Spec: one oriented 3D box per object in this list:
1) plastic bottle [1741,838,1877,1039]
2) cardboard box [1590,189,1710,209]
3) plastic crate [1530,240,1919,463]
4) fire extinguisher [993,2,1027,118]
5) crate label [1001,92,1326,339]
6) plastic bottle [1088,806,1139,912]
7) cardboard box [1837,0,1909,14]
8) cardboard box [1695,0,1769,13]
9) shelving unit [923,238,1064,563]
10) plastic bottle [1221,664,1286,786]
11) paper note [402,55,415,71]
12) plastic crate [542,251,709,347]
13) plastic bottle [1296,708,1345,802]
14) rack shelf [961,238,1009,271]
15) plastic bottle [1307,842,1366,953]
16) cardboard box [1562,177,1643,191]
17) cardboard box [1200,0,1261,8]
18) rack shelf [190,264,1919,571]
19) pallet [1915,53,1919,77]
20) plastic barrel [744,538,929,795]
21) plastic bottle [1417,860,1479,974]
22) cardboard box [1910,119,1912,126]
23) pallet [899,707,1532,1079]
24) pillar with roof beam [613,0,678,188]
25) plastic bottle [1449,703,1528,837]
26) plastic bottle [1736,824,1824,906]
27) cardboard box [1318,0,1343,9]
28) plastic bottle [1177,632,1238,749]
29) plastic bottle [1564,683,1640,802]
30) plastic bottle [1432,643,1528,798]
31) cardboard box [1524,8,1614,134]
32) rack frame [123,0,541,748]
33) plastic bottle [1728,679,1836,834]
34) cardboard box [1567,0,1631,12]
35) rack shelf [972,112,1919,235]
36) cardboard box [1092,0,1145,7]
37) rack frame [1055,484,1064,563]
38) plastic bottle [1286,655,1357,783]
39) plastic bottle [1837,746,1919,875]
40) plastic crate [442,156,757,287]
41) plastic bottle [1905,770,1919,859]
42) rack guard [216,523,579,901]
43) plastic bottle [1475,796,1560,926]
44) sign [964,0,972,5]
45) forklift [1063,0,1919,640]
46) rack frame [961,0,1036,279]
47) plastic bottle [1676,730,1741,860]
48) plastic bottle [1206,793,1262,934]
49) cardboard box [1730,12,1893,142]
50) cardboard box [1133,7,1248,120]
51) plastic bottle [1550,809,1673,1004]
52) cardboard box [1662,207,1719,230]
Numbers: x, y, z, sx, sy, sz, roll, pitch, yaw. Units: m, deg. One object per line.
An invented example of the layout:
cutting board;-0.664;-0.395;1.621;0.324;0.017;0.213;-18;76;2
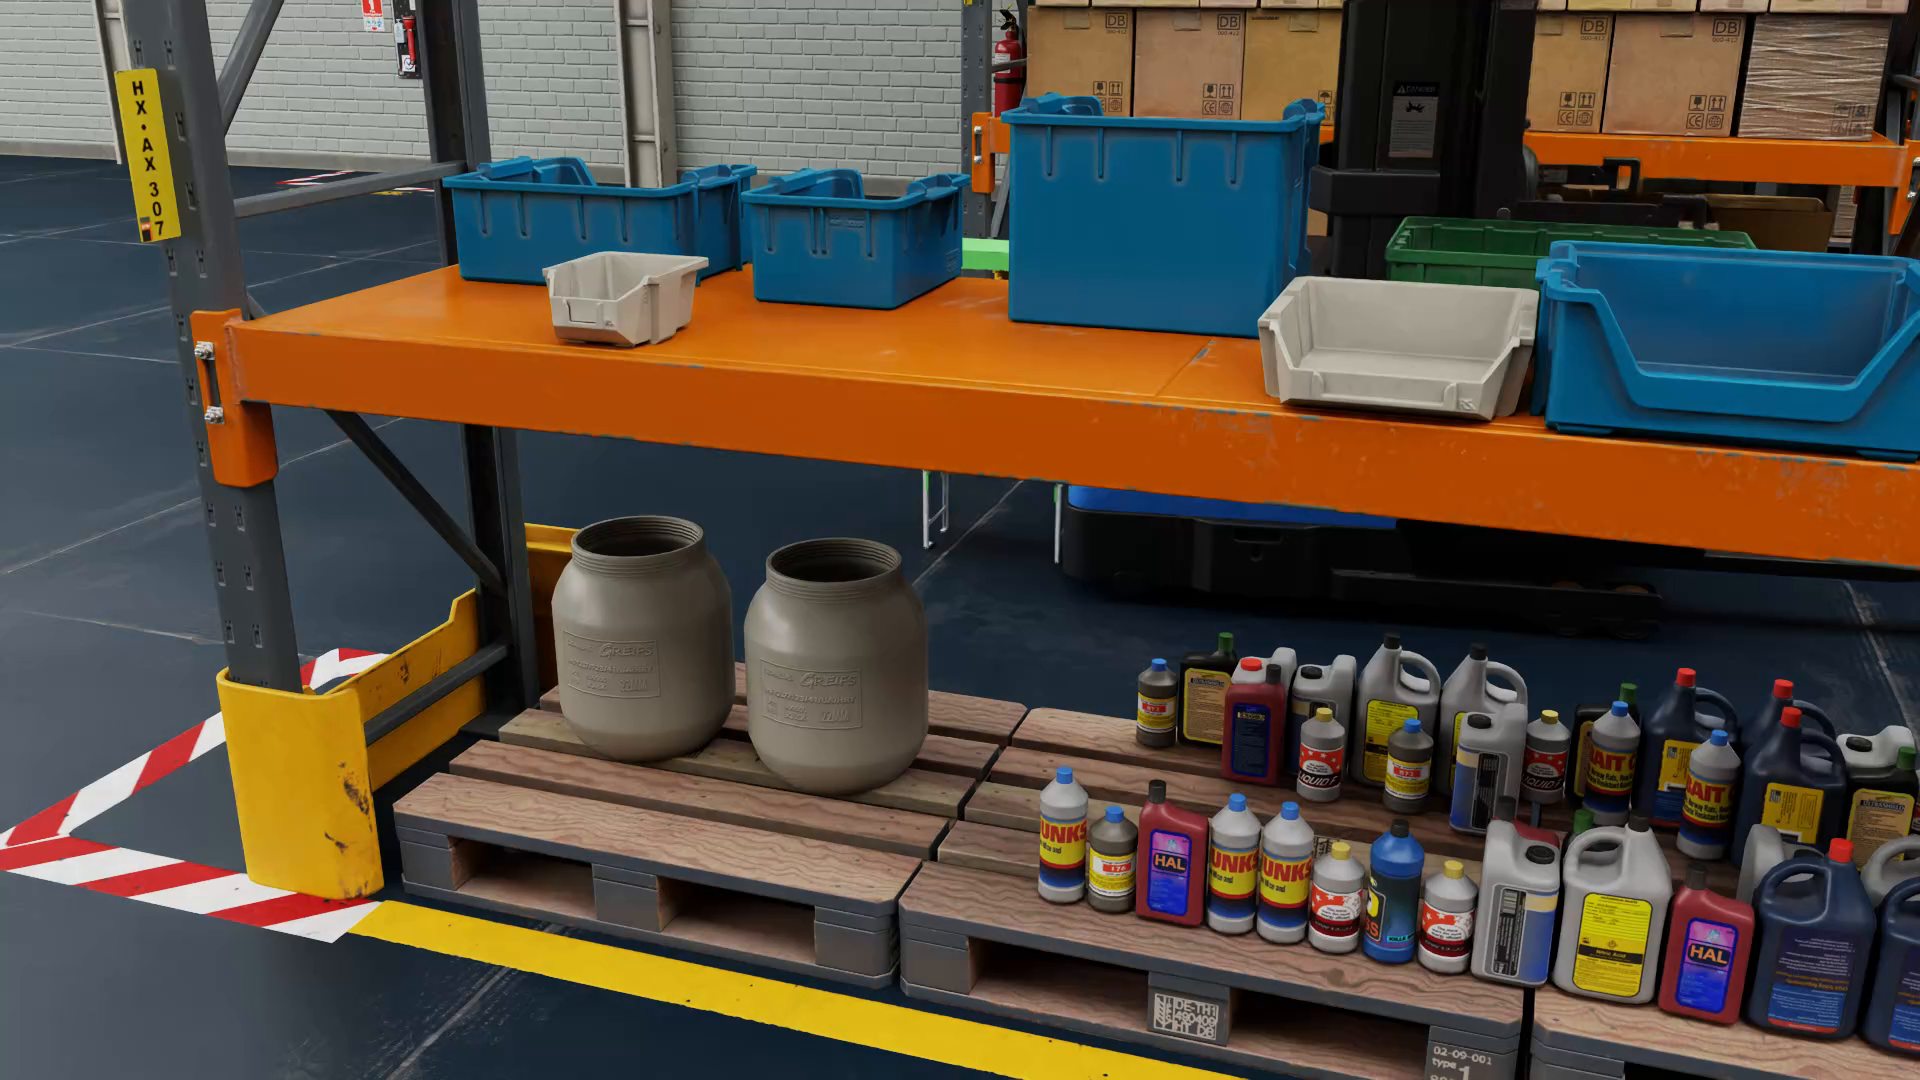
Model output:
plastic bottle;1.491;0.683;2.915;0.185;0.351;0.144;5;20;15
cardboard box;3.194;-1.352;7.798;0.500;0.500;0.500;7;20;18
plastic crate;1.240;-0.324;2.675;0.616;0.251;0.499;7;20;18
fire extinguisher;0.266;-2.452;8.670;0.183;0.674;0.296;7;20;18
crate label;0.424;-0.693;3.455;0.616;0.435;0.502;7;20;18
plastic bottle;0.305;0.626;3.306;0.097;0.201;0.097;0;19;0
cardboard box;3.677;-2.215;6.737;0.250;0.149;0.380;7;20;18
cardboard box;3.196;-2.270;6.894;0.250;0.149;0.380;6;20;16
shelving unit;0.146;-0.549;5.827;0.503;1.200;0.258;6;20;17
plastic bottle;0.670;0.414;3.788;0.133;0.283;0.061;7;20;18
paper note;-5.341;-4.617;16.102;0.142;0.148;0.016;7;20;18
plastic crate;-0.664;-0.470;3.269;0.250;0.136;0.298;7;20;18
plastic bottle;0.812;0.476;3.737;0.097;0.201;0.097;0;19;0
rack shelf;0.147;-0.943;5.692;0.480;0.148;0.258;6;20;17
plastic bottle;0.719;0.673;3.170;0.097;0.201;0.097;0;19;0
cardboard box;4.633;-2.567;12.012;0.500;0.500;0.500;5;20;14
cardboard box;1.249;-2.492;7.532;0.250;0.149;0.380;6;20;17
rack shelf;0.486;-0.236;3.288;4.000;0.370;1.077;7;20;18
pallet;6.300;-3.221;11.052;1.213;0.211;1.003;7;20;18
plastic barrel;-0.283;0.287;3.839;0.421;0.512;0.421;0;19;0
plastic bottle;0.913;0.696;3.106;0.097;0.201;0.097;0;19;0
cardboard box;6.744;-2.700;11.256;0.500;0.250;0.500;6;20;17
pallet;0.598;0.741;3.631;1.213;0.211;1.003;7;20;18
pillar with roof beam;-4.288;-6.207;10.213;0.400;9.000;9.100;7;20;18
plastic bottle;1.144;0.485;3.596;0.135;0.276;0.152;7;20;18
plastic bottle;1.516;0.670;3.068;0.135;0.276;0.152;7;20;18
cardboard box;1.743;-2.437;7.372;0.250;0.149;0.380;6;20;17
plastic bottle;0.592;0.353;3.966;0.133;0.283;0.061;7;20;19
plastic bottle;1.428;0.448;3.692;0.133;0.283;0.061;7;21;20
plastic bottle;1.169;0.401;3.724;0.185;0.351;0.144;6;20;18
cardboard box;2.610;-2.103;7.399;0.500;0.500;0.700;7;20;19
rack frame;-1.404;-0.791;3.789;0.127;3.000;1.000;7;20;18
plastic bottle;1.749;0.468;3.534;0.185;0.351;0.144;7;20;20
cardboard box;2.716;-2.326;7.054;0.250;0.149;0.380;6;20;18
rack shelf;2.115;-1.775;7.705;4.000;0.370;1.077;7;20;18
cardboard box;0.776;-2.548;7.690;0.250;0.149;0.380;6;20;17
rack frame;0.378;-0.524;5.756;0.015;1.200;0.240;6;20;17
plastic bottle;0.835;0.400;3.842;0.135;0.276;0.152;6;20;17
plastic bottle;1.869;0.552;3.395;0.133;0.283;0.061;7;20;18
plastic crate;-0.833;-0.760;3.926;0.616;0.251;0.499;7;20;18
plastic bottle;2.026;0.562;3.491;0.097;0.201;0.097;0;19;0
rack guard;-1.316;0.383;4.219;0.348;0.500;1.175;7;20;18
plastic bottle;1.068;0.628;3.176;0.133;0.283;0.061;7;20;18
sign;0.038;-2.605;7.558;0.005;0.325;0.100;7;20;18
forklift;1.913;-1.263;5.247;3.031;2.935;1.130;4;20;10
rack frame;0.225;-2.331;8.207;0.127;3.000;1.000;7;20;18
plastic bottle;1.572;0.527;3.484;0.097;0.271;0.097;0;19;0
plastic bottle;0.531;0.619;3.220;0.097;0.271;0.097;0;19;0
cardboard box;3.583;-1.992;7.082;0.500;0.500;0.700;6;20;17
cardboard box;1.160;-2.269;7.876;0.500;0.500;0.700;7;20;19
plastic bottle;1.186;0.648;3.016;0.185;0.351;0.144;6;20;18
cardboard box;3.026;-1.193;7.341;0.500;0.500;0.500;7;20;18
